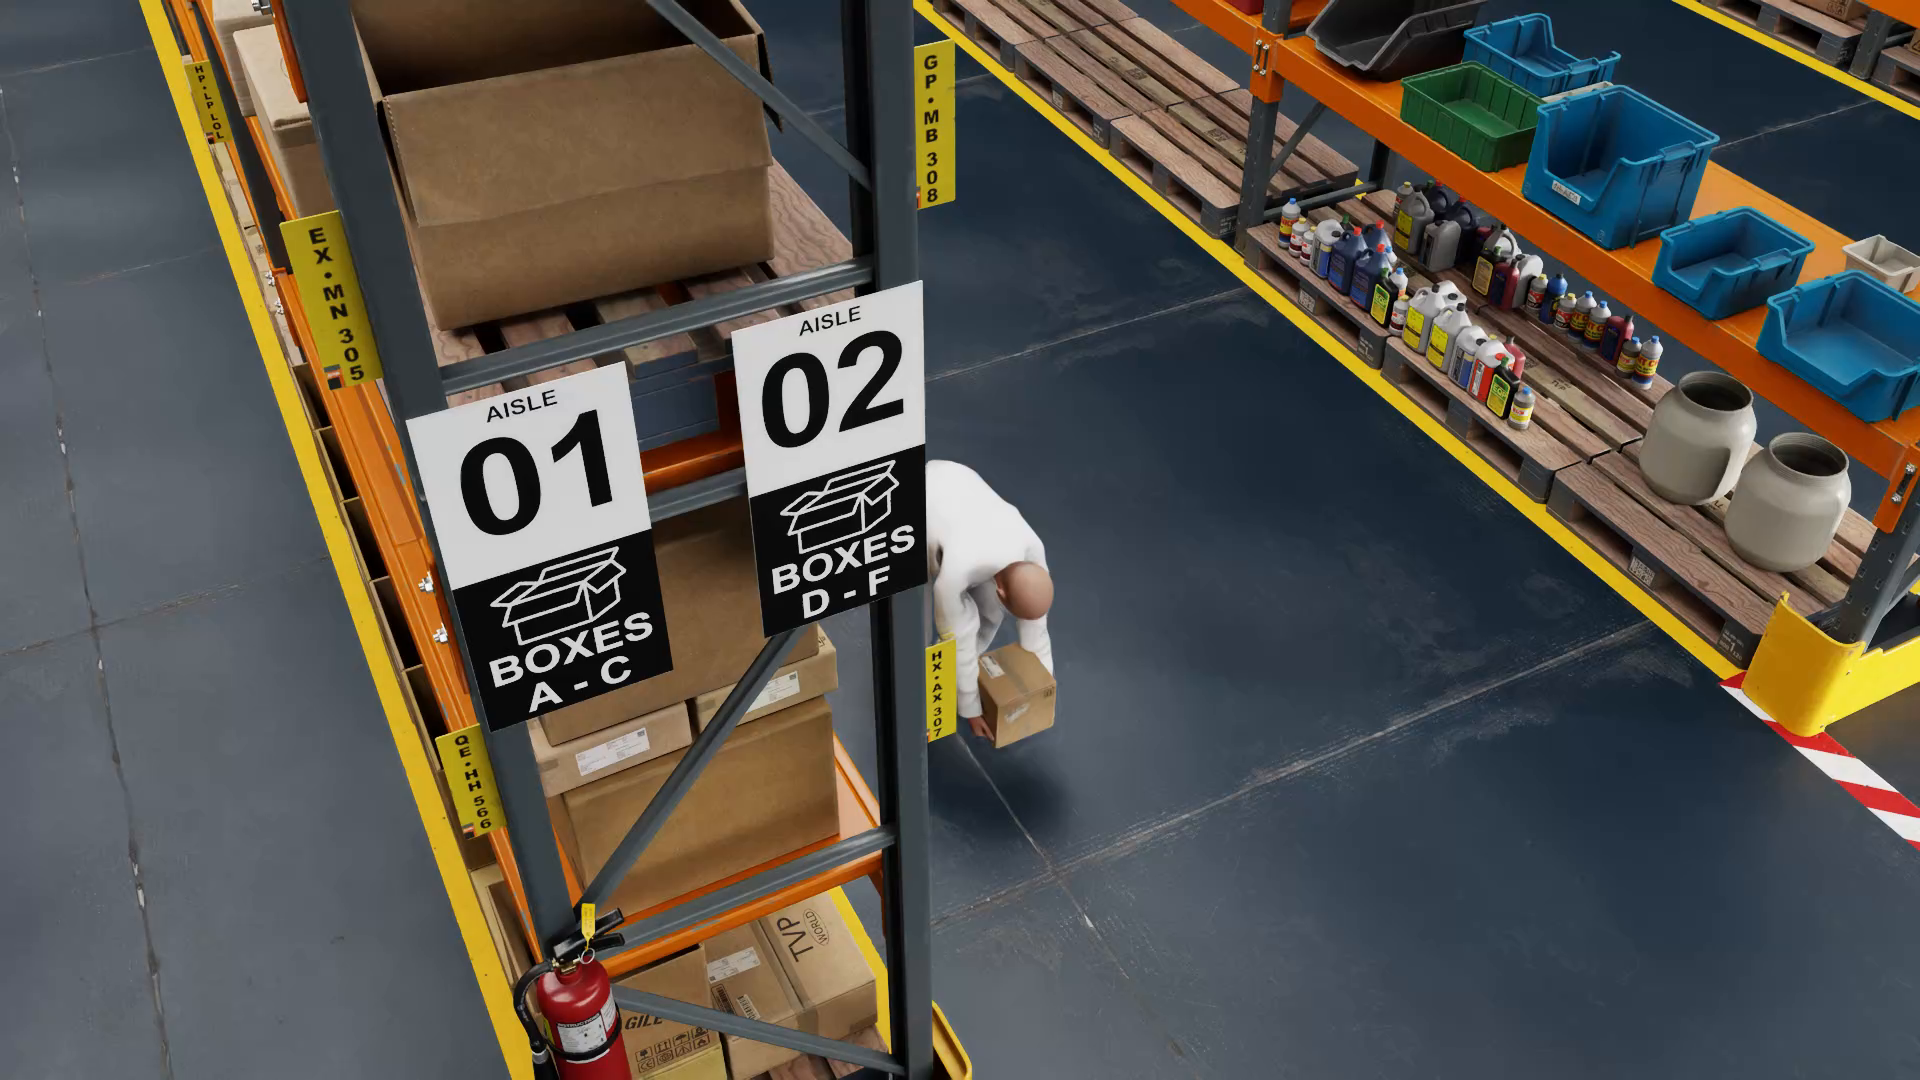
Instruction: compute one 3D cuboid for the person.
[{"bbox_3d":[0.019,0.310,6.299,0.568,1.139,0.948,-20,45,-22],"label":"person"}]
